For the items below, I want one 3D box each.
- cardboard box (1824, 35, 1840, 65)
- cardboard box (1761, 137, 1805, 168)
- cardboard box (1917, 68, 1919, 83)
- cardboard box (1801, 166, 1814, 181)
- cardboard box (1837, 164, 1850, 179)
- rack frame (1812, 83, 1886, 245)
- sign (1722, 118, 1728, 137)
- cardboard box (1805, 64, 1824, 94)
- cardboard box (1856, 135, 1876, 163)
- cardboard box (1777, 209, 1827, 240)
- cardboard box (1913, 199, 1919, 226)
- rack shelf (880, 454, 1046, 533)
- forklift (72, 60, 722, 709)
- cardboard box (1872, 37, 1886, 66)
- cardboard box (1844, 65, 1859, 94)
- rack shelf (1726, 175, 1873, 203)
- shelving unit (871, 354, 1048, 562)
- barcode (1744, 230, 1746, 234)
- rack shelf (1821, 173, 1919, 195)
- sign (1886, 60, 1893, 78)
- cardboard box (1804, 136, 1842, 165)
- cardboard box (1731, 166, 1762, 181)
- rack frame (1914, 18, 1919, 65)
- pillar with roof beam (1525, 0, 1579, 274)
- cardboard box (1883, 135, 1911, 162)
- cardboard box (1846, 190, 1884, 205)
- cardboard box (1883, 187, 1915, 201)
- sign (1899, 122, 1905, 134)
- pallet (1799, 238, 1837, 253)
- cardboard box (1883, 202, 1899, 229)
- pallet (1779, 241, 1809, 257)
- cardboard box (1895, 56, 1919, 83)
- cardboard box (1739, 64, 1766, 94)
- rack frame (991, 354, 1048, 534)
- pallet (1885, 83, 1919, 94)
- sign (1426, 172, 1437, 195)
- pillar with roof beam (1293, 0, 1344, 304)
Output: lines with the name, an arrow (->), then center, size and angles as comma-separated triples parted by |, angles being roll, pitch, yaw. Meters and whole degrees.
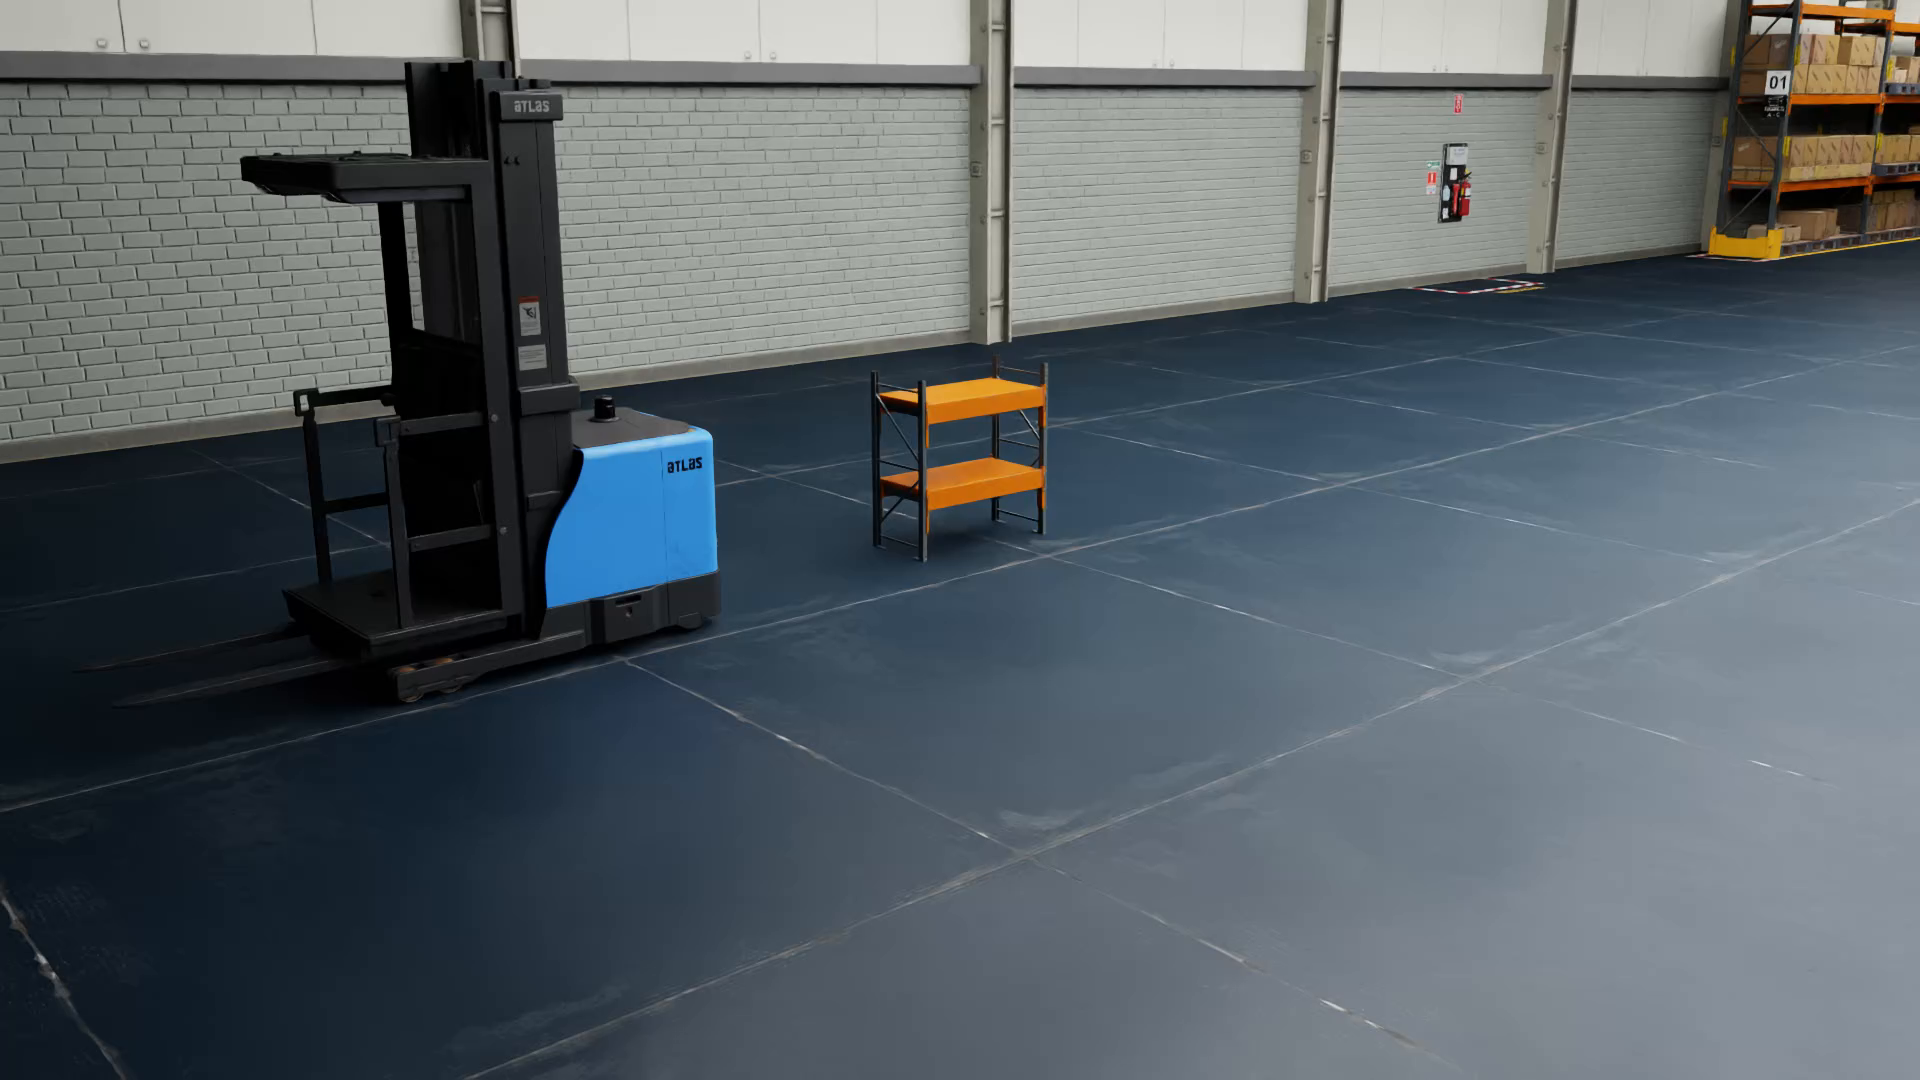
cardboard box -> 15.219, -8.697, 29.513 | 0.500, 0.500, 0.500 | -12, 19, -38
cardboard box -> 14.535, -6.846, 29.366 | 0.500, 0.500, 0.500 | -13, 19, -39
cardboard box -> 18.974, -9.187, 33.279 | 0.637, 0.503, 0.797 | -9, 18, -32
cardboard box -> 14.937, -6.573, 29.797 | 0.500, 0.250, 0.500 | -13, 20, -41
cardboard box -> 16.086, -6.829, 30.755 | 0.500, 0.250, 0.500 | -13, 20, -40
rack frame -> 16.995, -7.202, 31.900 | 0.127, 3.000, 1.000 | -13, 19, -39
sign -> 13.629, -7.348, 29.590 | 0.005, 0.325, 0.100 | -13, 19, -39
cardboard box -> 14.823, -8.123, 29.305 | 0.500, 0.500, 0.500 | -11, 19, -36
cardboard box -> 16.842, -7.361, 31.294 | 0.500, 0.500, 0.500 | -13, 20, -39
cardboard box -> 15.575, -5.840, 30.792 | 0.500, 0.500, 0.700 | -14, 21, -43
cardboard box -> 19.504, -6.752, 34.208 | 0.500, 0.500, 0.700 | -12, 19, -39
rack shelf -> 0.005, -0.308, 10.672 | 1.000, 0.278, 0.538 | -13, 19, -39
forklift -> -2.732, -0.799, 8.062 | 3.031, 2.935, 1.130 | -13, 20, -40
cardboard box -> 16.795, -9.054, 30.853 | 0.500, 0.500, 0.500 | 14, 20, 42
cardboard box -> 15.994, -8.391, 30.306 | 0.500, 0.500, 0.500 | -14, 20, -41
rack shelf -> 15.487, -6.516, 30.724 | 4.000, 0.370, 1.077 | -13, 19, -39
shelving unit -> 0.005, -0.545, 10.609 | 1.048, 1.125, 0.538 | -13, 19, -39
barcode -> 14.310, -5.623, 30.328 | 0.075, 0.075, 0.001 | -13, 19, -39
rack shelf -> 18.504, -7.193, 33.261 | 4.000, 0.370, 1.077 | -13, 19, -39
sign -> 17.357, -8.797, 31.055 | 0.005, 0.325, 0.100 | -13, 19, -39
cardboard box -> 15.690, -7.104, 30.332 | 0.500, 0.500, 0.500 | -12, 19, -38
cardboard box -> 14.203, -6.578, 29.817 | 0.500, 0.250, 0.500 | -12, 19, -39
rack frame -> 20.013, -10.778, 33.662 | 0.127, 3.000, 1.000 | -13, 19, -39
pillar with roof beam -> 12.238, -7.855, 22.720 | 0.400, 9.000, 9.100 | -13, 19, -39
cardboard box -> 18.304, -7.753, 32.917 | 0.500, 0.500, 0.700 | -10, 18, -32
cardboard box -> 17.870, -6.772, 32.829 | 0.500, 0.250, 0.500 | -13, 20, -41
cardboard box -> 19.033, -7.030, 33.795 | 0.500, 0.250, 0.500 | -12, 19, -38
sign -> 19.646, -8.546, 34.689 | 0.005, 0.325, 0.100 | -13, 19, -39
pallet -> 15.591, -5.526, 31.030 | 1.213, 0.211, 1.003 | -13, 19, -39
cardboard box -> 18.308, -6.511, 33.303 | 0.500, 0.500, 0.700 | -12, 19, -39
pallet -> 14.671, -5.321, 30.260 | 1.213, 0.211, 1.003 | -13, 19, -39
cardboard box -> 18.391, -9.188, 32.516 | 0.500, 0.500, 0.500 | -14, 20, -41
cardboard box -> 14.126, -8.151, 29.409 | 0.500, 0.500, 0.500 | -11, 18, -35
rack frame -> 0.389, -0.631, 10.932 | 0.032, 1.125, 0.500 | -13, 19, -39
pallet -> 17.531, -8.644, 31.851 | 1.003, 0.211, 1.213 | -13, 19, -39
sign -> 7.038, -5.327, 24.812 | 0.234, 0.329, 0.001 | -13, 19, -39
pillar with roof beam -> 7.711, -6.839, 18.915 | 0.400, 9.000, 9.100 | -13, 19, -39
